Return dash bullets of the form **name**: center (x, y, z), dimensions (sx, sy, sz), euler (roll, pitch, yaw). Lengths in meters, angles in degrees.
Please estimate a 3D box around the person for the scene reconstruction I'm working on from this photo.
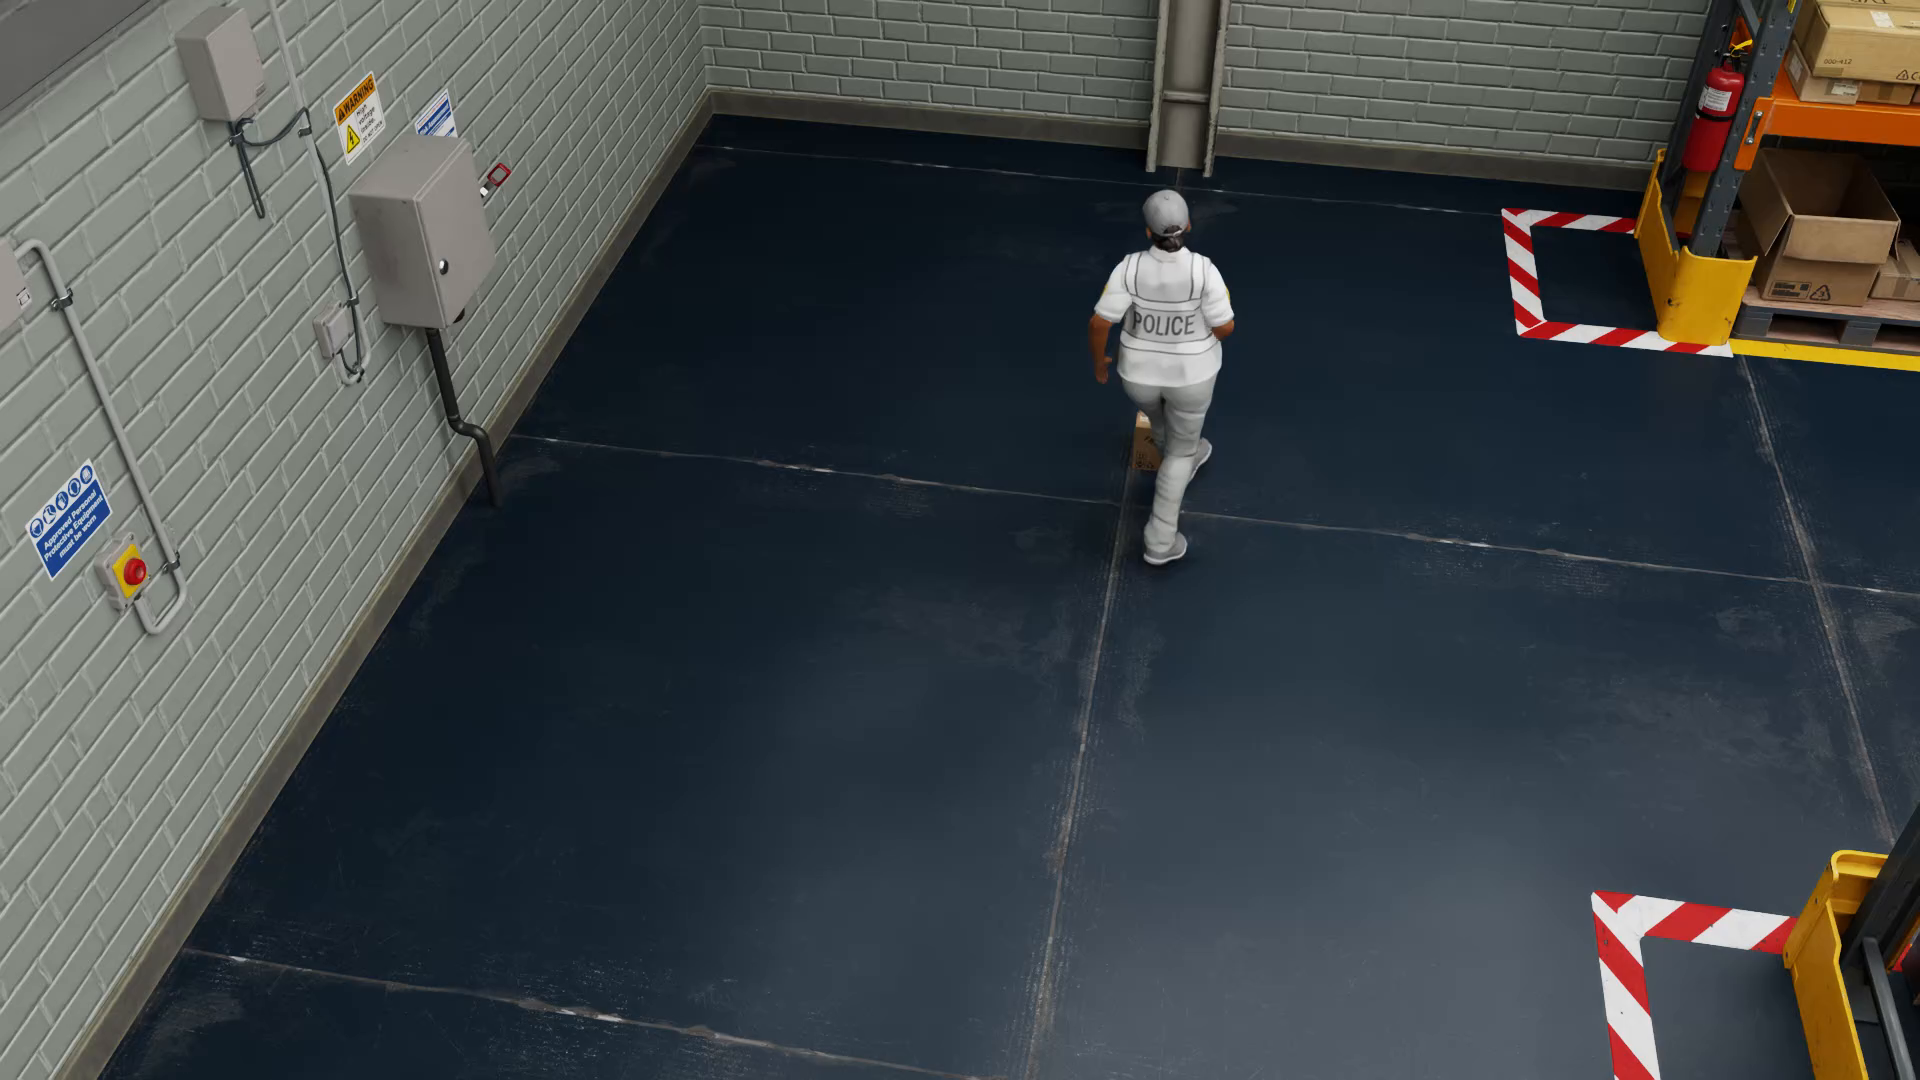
- **person**: center (0.888, -0.774, 7.073), dimensions (0.553, 1.621, 0.946), euler (18, 44, 20)
